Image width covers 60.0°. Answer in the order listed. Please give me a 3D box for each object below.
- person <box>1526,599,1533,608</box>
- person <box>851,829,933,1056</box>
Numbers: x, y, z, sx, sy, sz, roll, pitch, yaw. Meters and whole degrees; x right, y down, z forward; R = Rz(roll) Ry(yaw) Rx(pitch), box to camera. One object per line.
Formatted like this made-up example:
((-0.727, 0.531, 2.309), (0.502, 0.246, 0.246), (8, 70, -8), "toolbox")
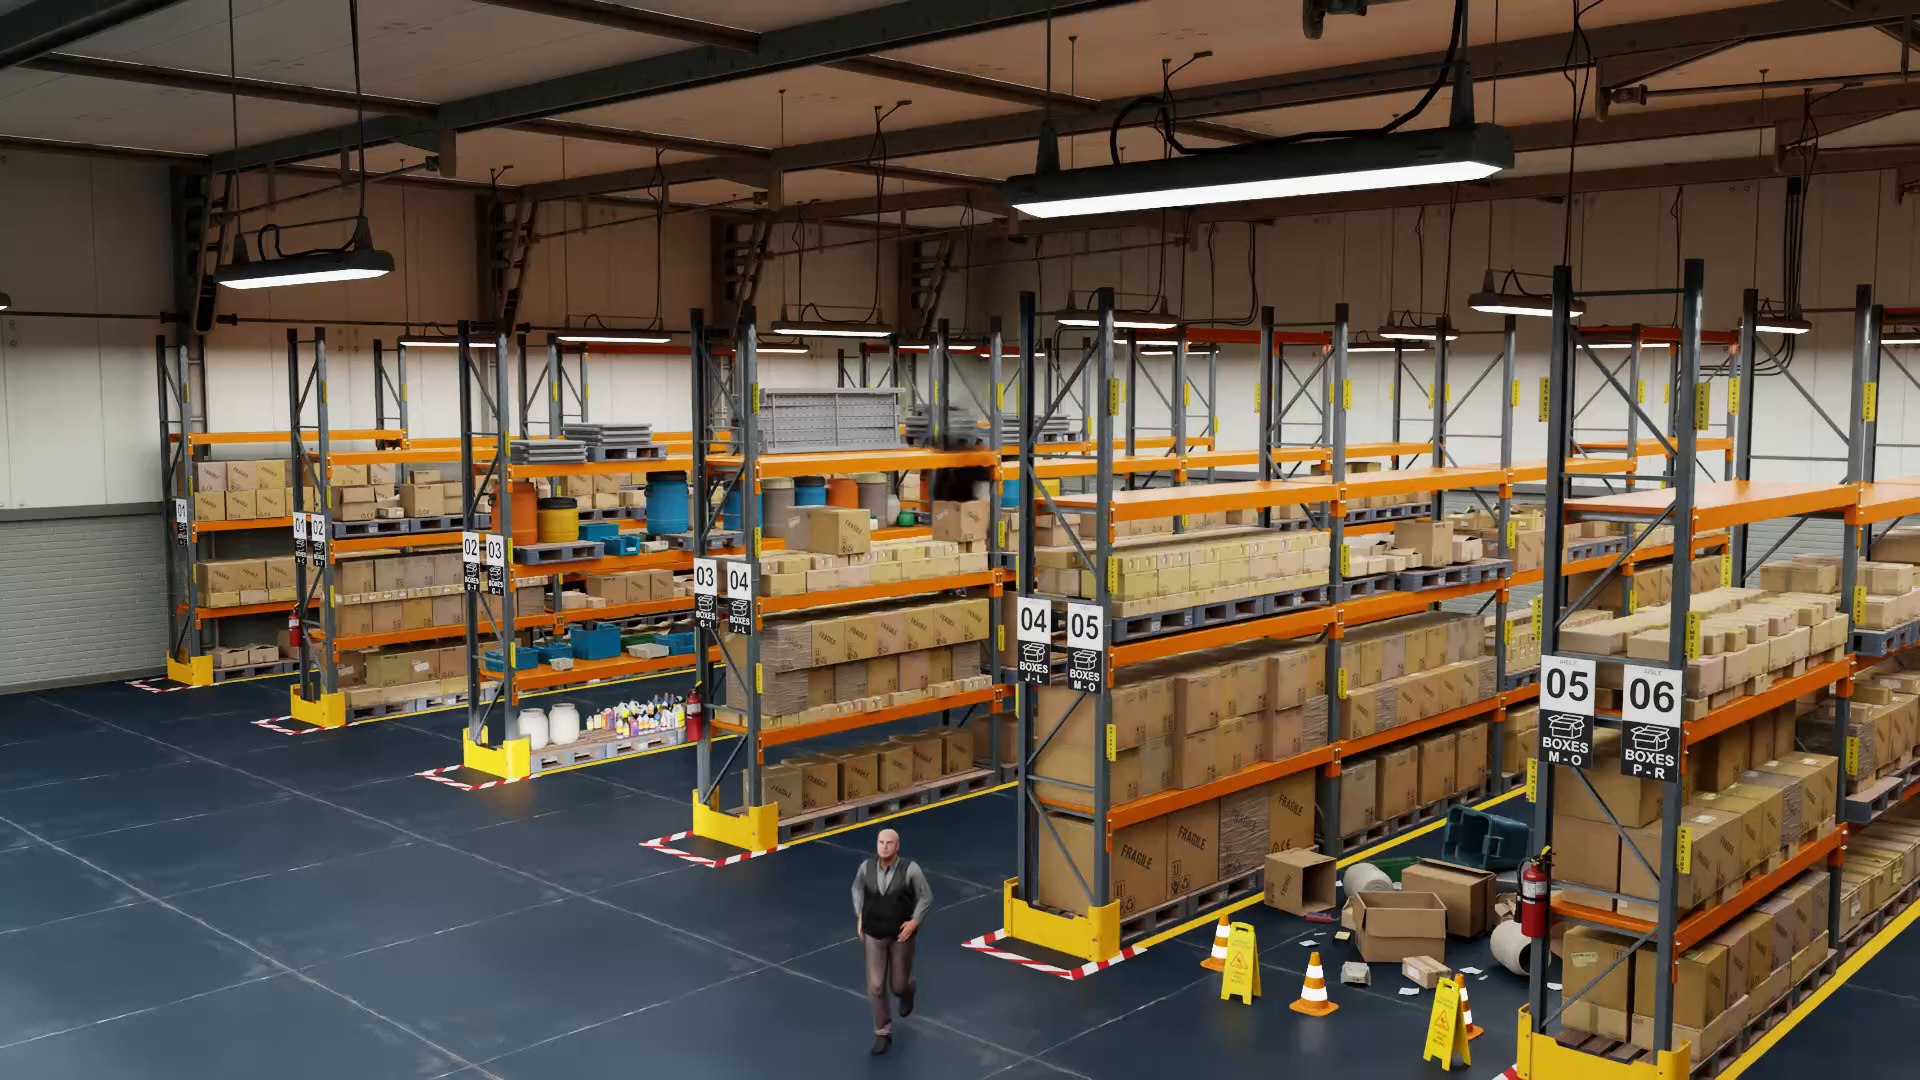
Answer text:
((9.286, 1.798, 26.803), (0.656, 1.728, 0.728), (-4, 7, -40), "person")
((-0.544, 3.101, 13.111), (0.678, 1.707, 0.796), (1, 5, 9), "person")
